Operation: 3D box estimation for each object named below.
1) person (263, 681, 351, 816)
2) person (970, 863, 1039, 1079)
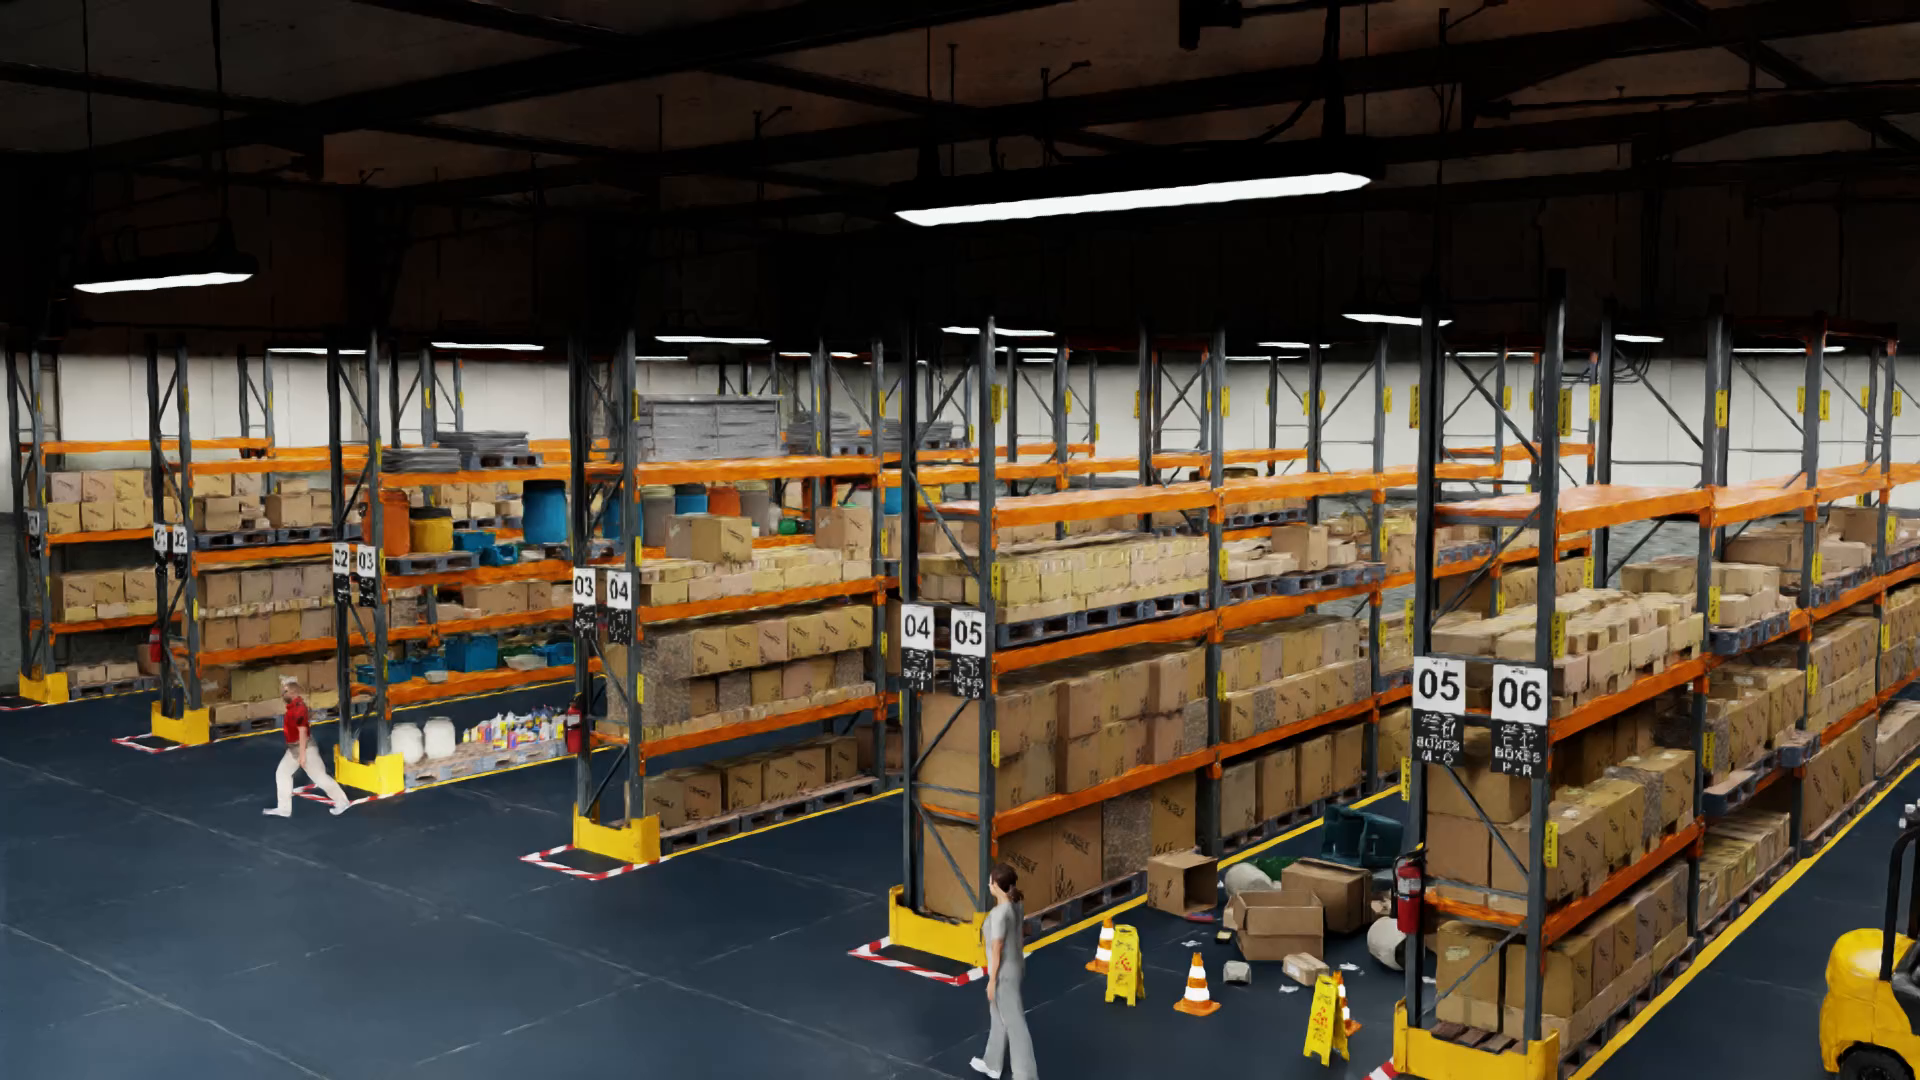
[{"bbox_3d":[-7.930,2.522,20.145,0.977,1.665,0.585,-3,6,-30],"label":"person"},{"bbox_3d":[0.317,3.223,12.361,0.621,1.666,0.578,2,5,18],"label":"person"}]
